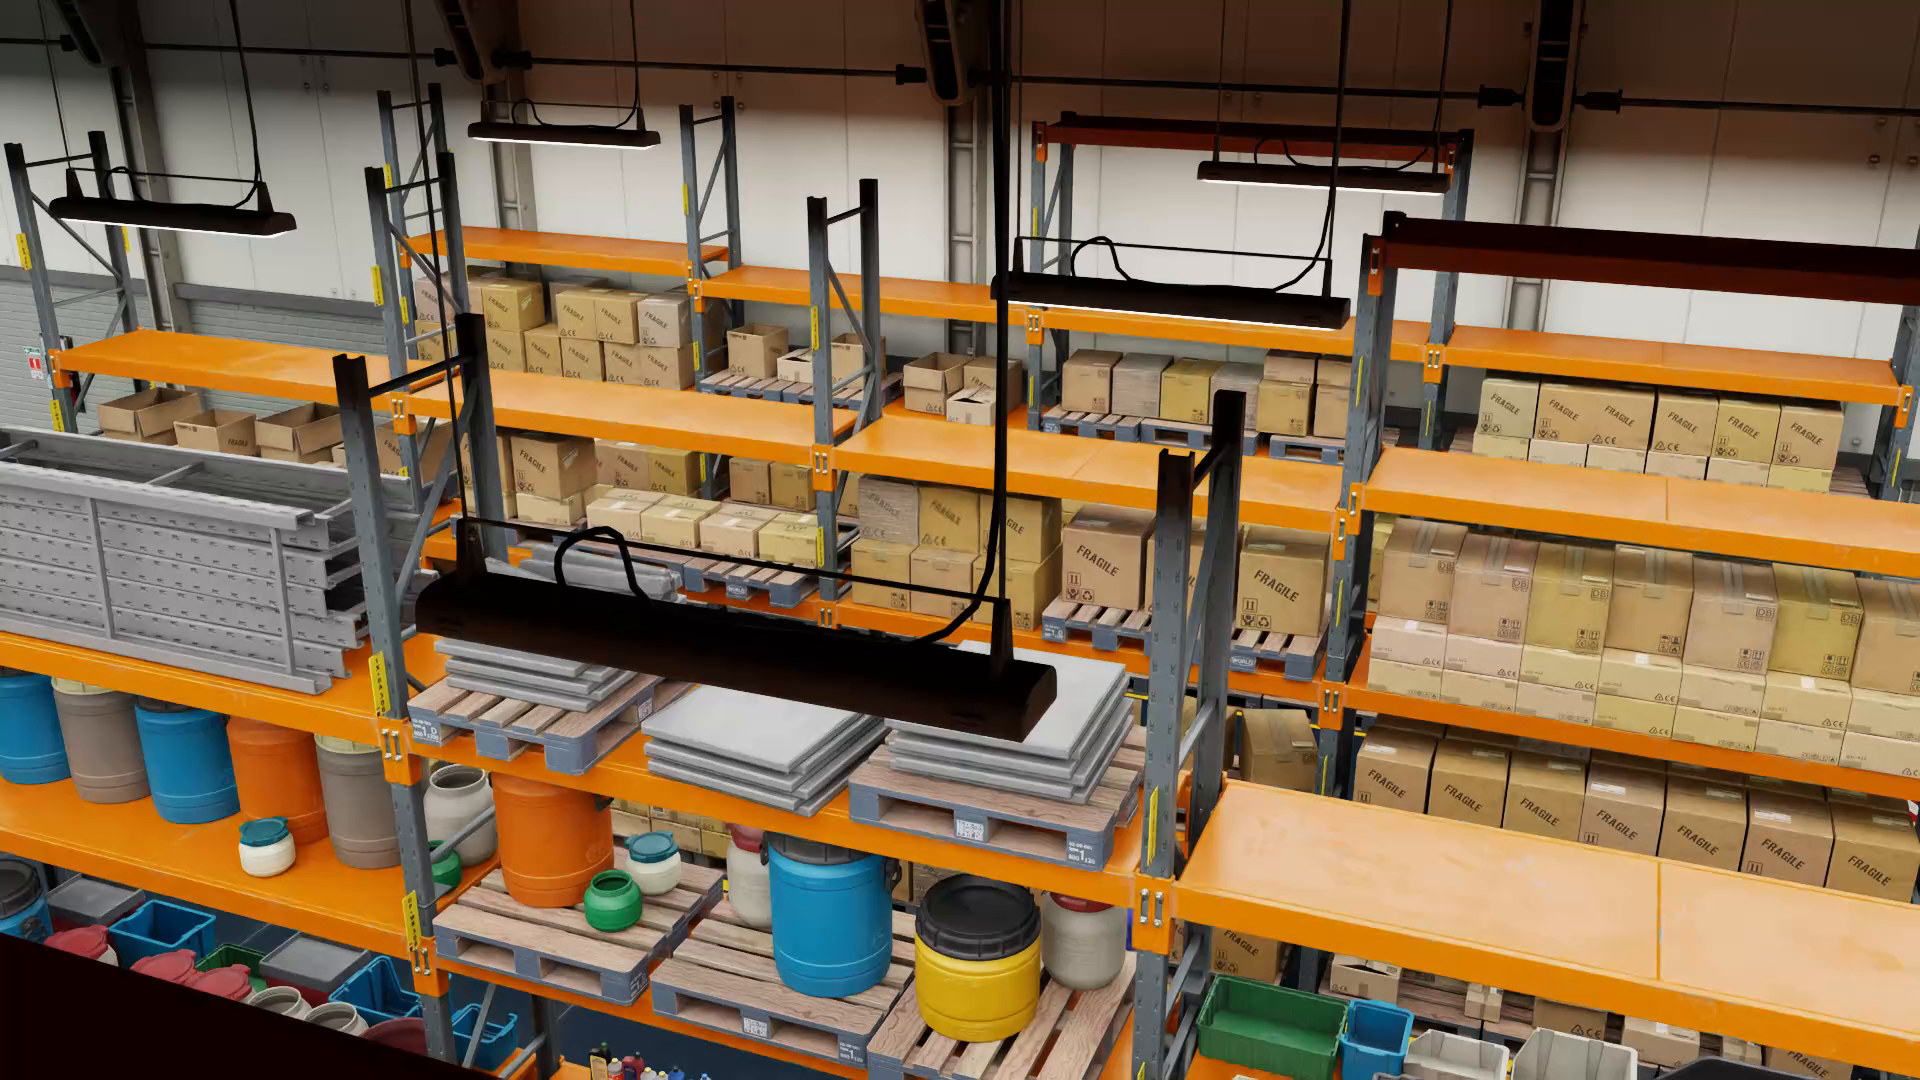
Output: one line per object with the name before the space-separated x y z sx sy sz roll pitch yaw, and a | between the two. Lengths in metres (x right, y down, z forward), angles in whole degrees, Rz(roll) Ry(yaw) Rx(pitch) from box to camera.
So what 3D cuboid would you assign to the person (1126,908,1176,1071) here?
person | 1.254 3.105 11.949 0.843 1.597 0.446 7 22 18
